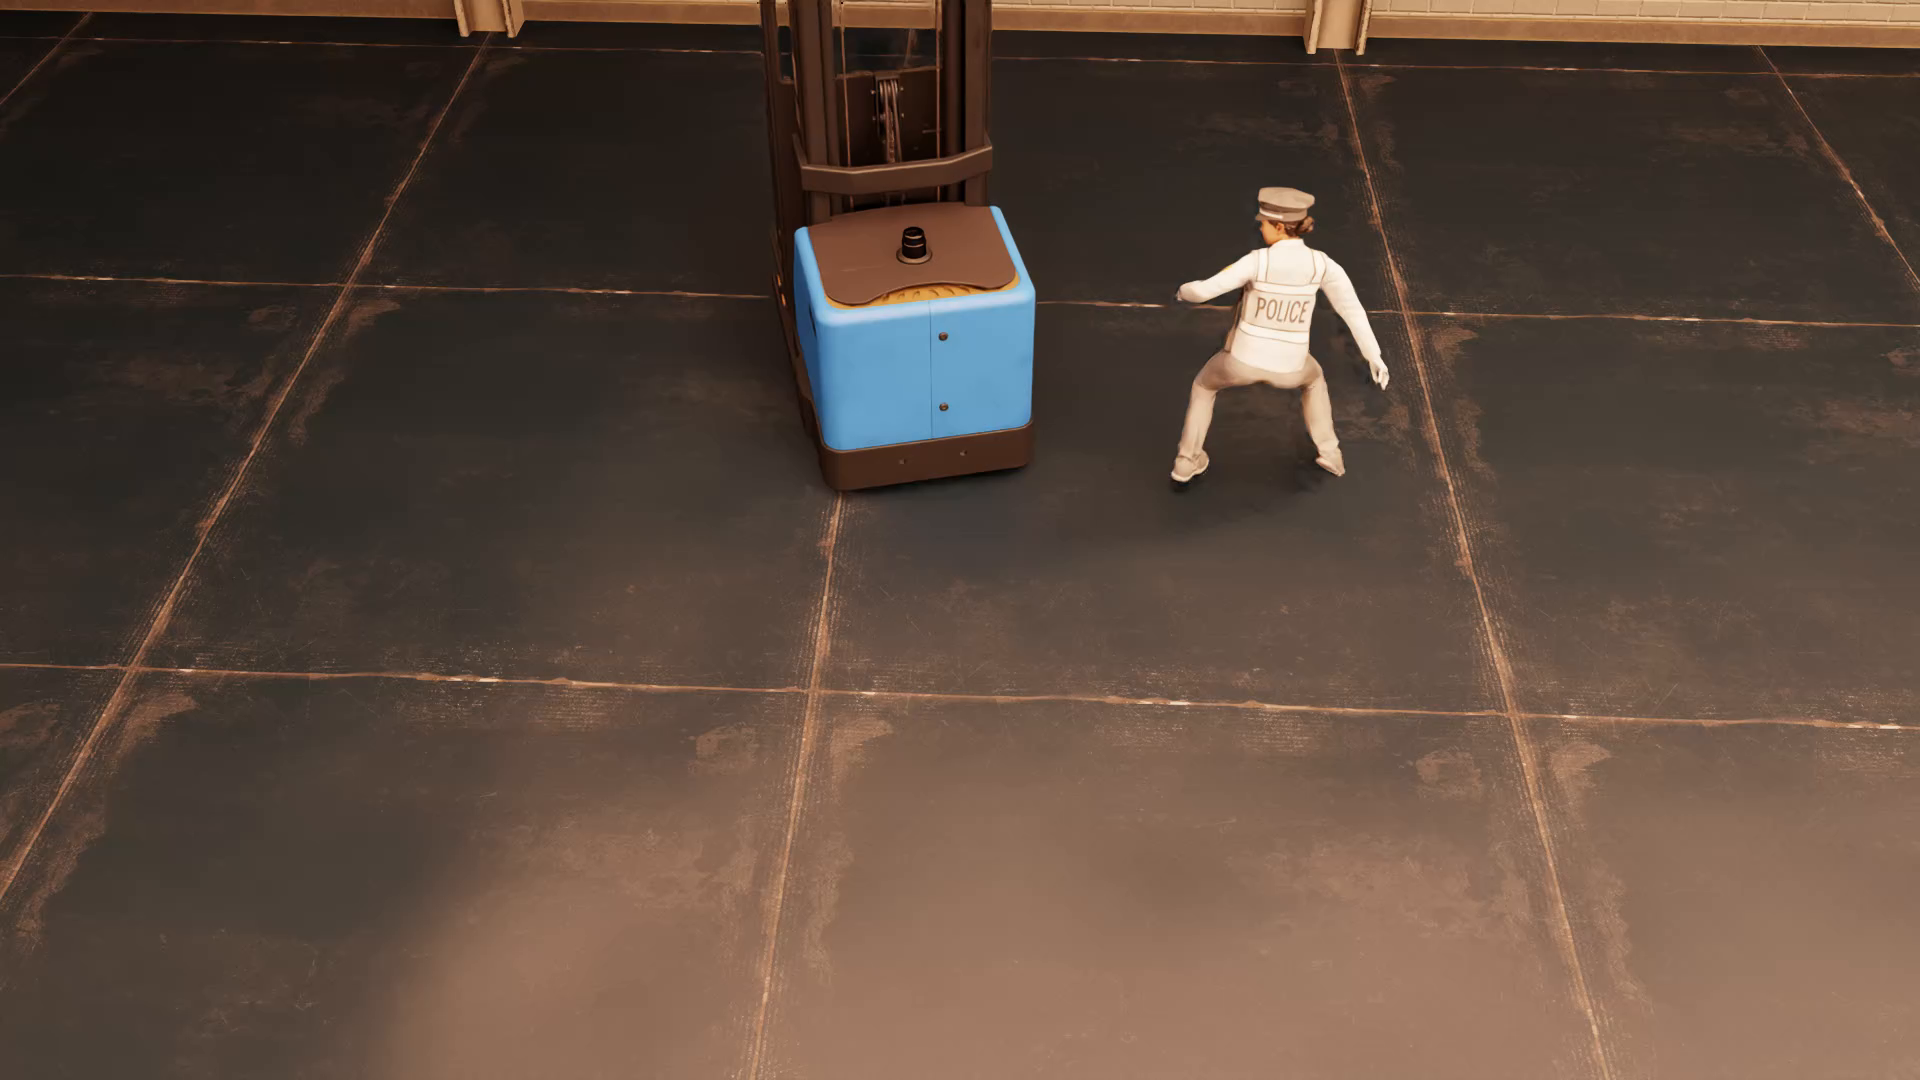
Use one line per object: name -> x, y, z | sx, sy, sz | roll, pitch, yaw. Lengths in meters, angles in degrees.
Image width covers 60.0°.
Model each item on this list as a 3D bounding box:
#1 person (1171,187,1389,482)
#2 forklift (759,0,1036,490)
person -> 1.494, -0.868, 7.828 | 0.972, 1.606, 0.534 | 3, 42, 4
forklift -> -0.443, -2.328, 8.292 | 1.130, 2.935, 3.031 | -8, 43, -9
